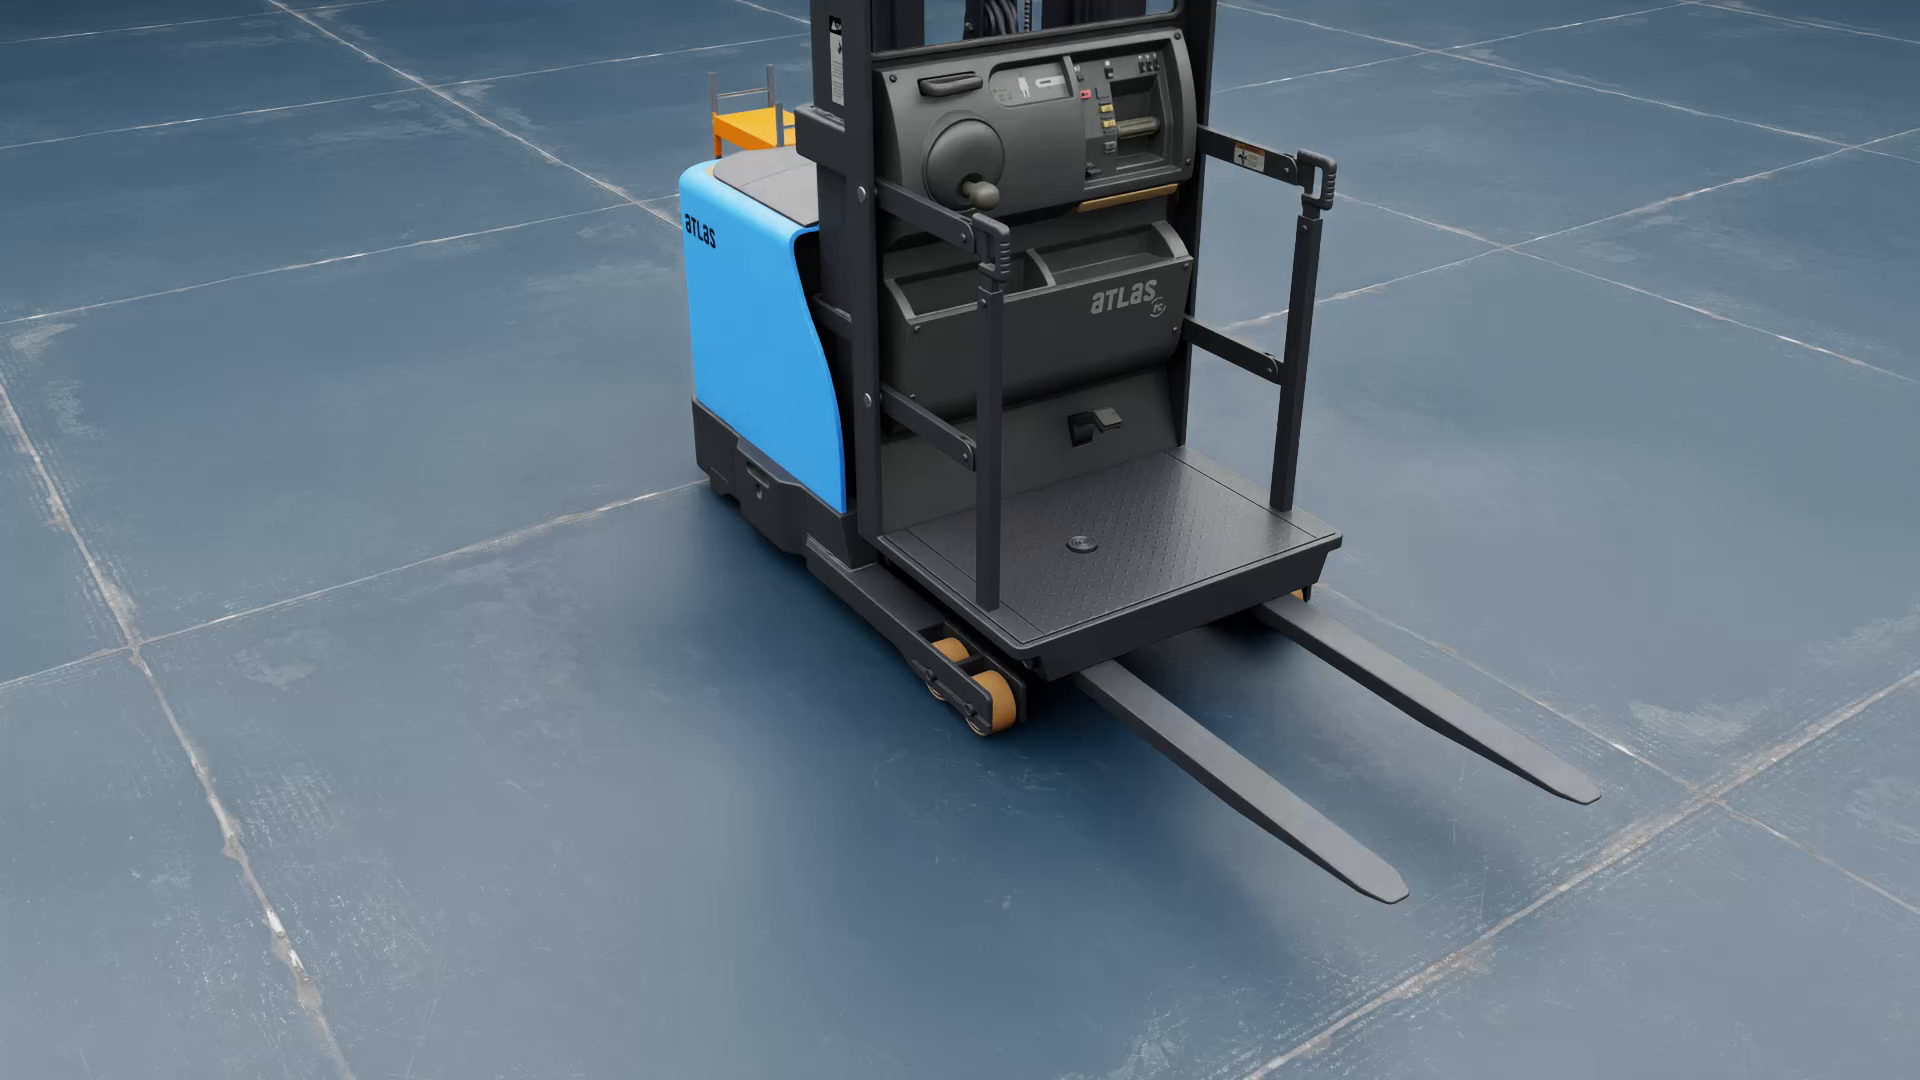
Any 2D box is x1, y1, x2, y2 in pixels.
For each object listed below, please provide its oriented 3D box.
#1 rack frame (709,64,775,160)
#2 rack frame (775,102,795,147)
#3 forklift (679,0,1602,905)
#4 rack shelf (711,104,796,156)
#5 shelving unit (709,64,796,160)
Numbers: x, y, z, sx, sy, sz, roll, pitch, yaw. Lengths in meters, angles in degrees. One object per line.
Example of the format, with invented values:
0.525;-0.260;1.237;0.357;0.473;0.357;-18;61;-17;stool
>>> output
-0.753;-1.093;6.006;0.240;1.200;0.015;-17;33;-29;rack frame
-0.487;-0.898;5.646;0.240;1.200;0.015;-17;33;-29;rack frame
0.339;-1.039;4.092;1.130;2.935;3.031;-17;33;-29;forklift
-0.620;-1.341;5.639;0.258;0.148;0.480;-17;33;-29;rack shelf
-0.620;-0.996;5.826;0.258;1.200;0.503;-17;33;-29;shelving unit
